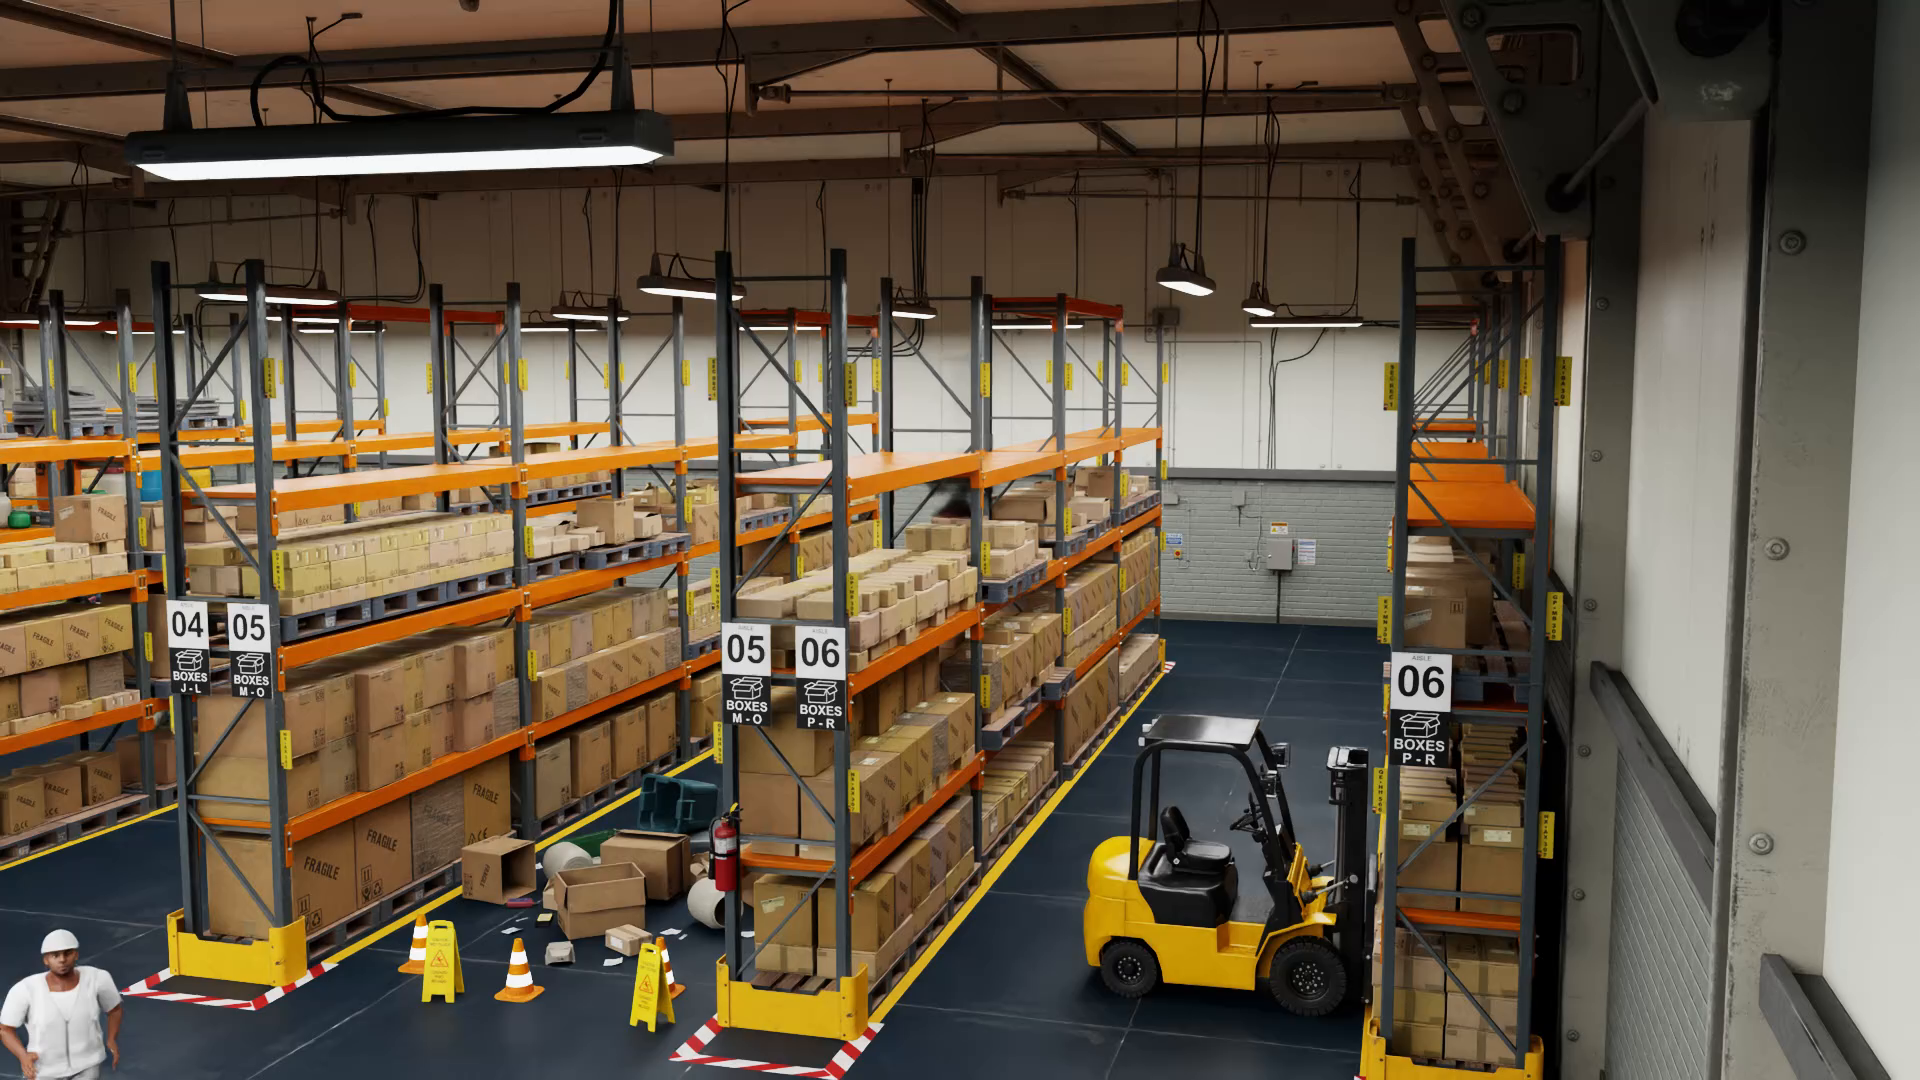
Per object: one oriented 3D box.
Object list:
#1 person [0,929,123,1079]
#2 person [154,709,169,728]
[{"bbox_3d":[-5.517,3.228,10.253,0.689,1.722,0.597,-4,7,-36],"label":"person"},{"bbox_3d":[-10.525,1.993,21.759,0.647,1.735,0.602,1,6,7],"label":"person"}]
